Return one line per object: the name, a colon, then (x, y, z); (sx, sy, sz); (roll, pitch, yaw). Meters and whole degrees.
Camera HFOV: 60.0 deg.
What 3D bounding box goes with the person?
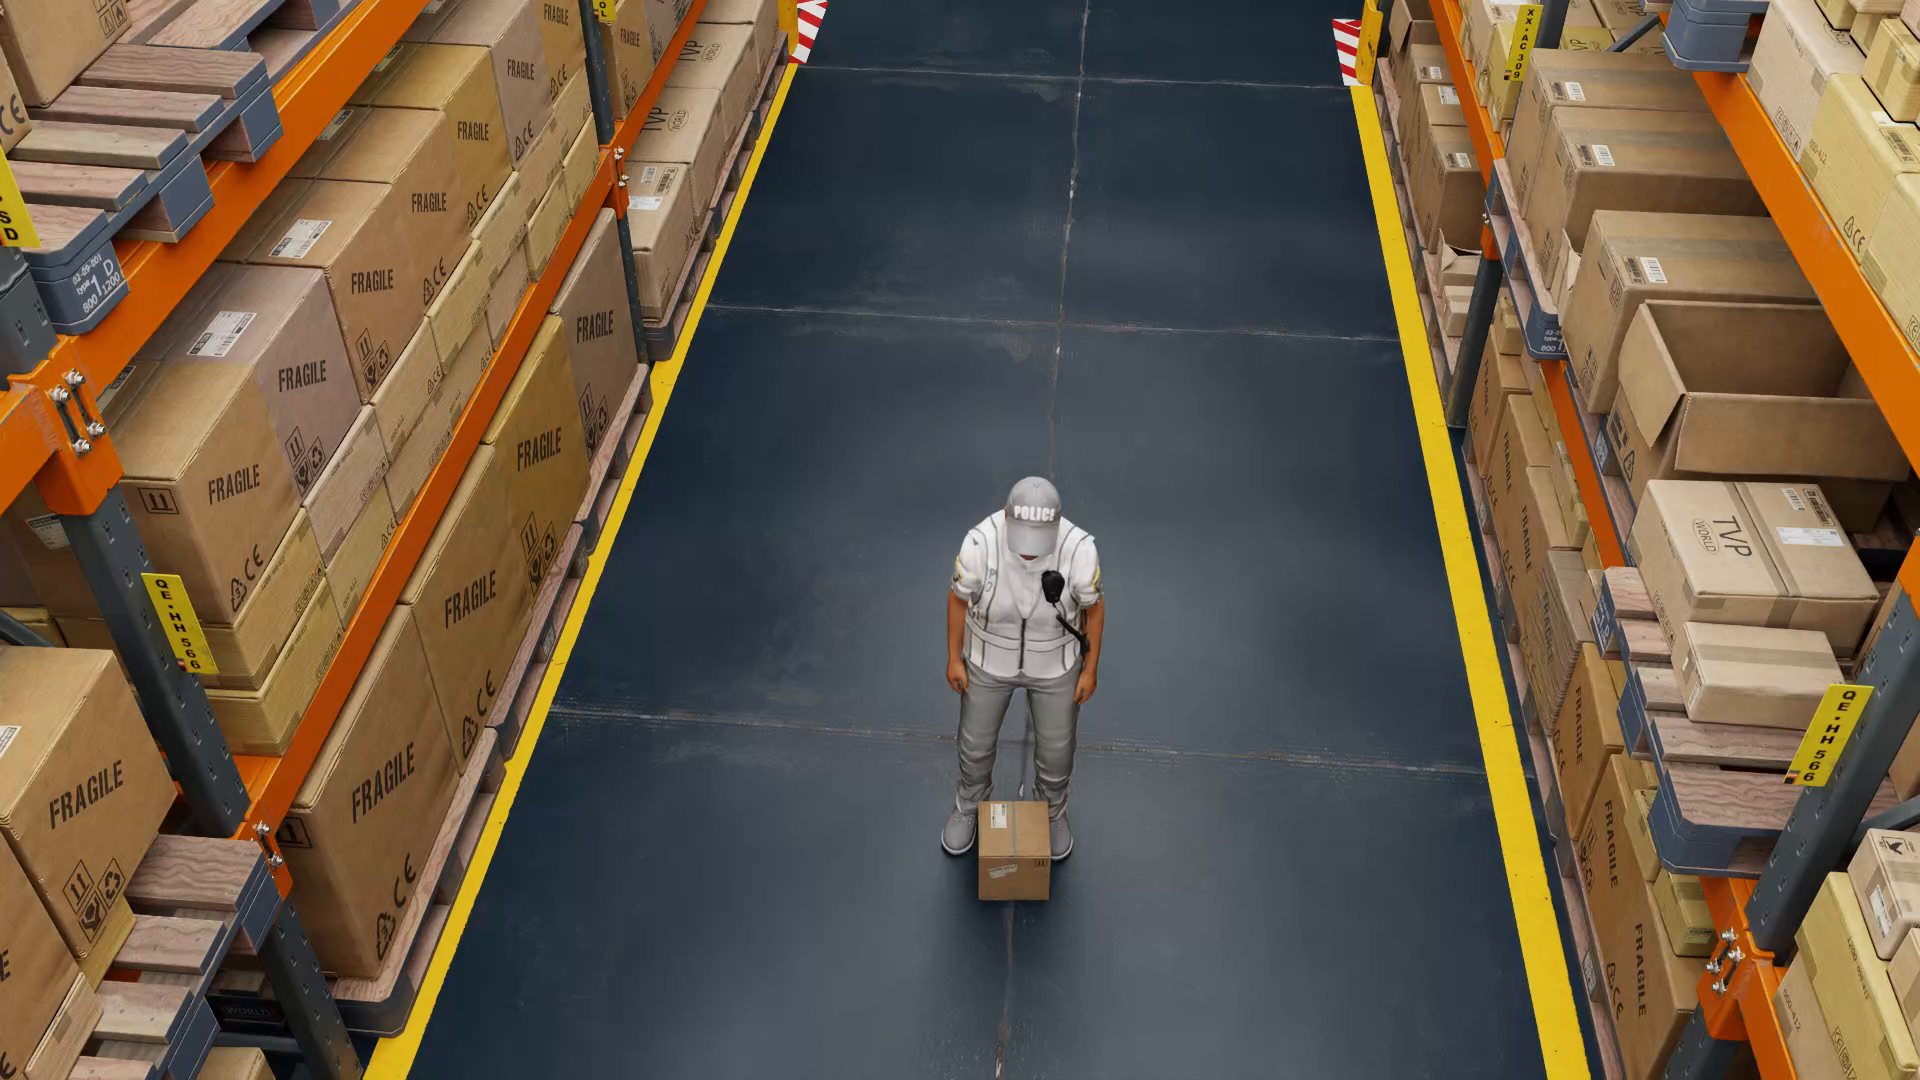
person: (0.207, 0.427, 5.648); (0.537, 1.666, 0.467); (3, 40, 4)
